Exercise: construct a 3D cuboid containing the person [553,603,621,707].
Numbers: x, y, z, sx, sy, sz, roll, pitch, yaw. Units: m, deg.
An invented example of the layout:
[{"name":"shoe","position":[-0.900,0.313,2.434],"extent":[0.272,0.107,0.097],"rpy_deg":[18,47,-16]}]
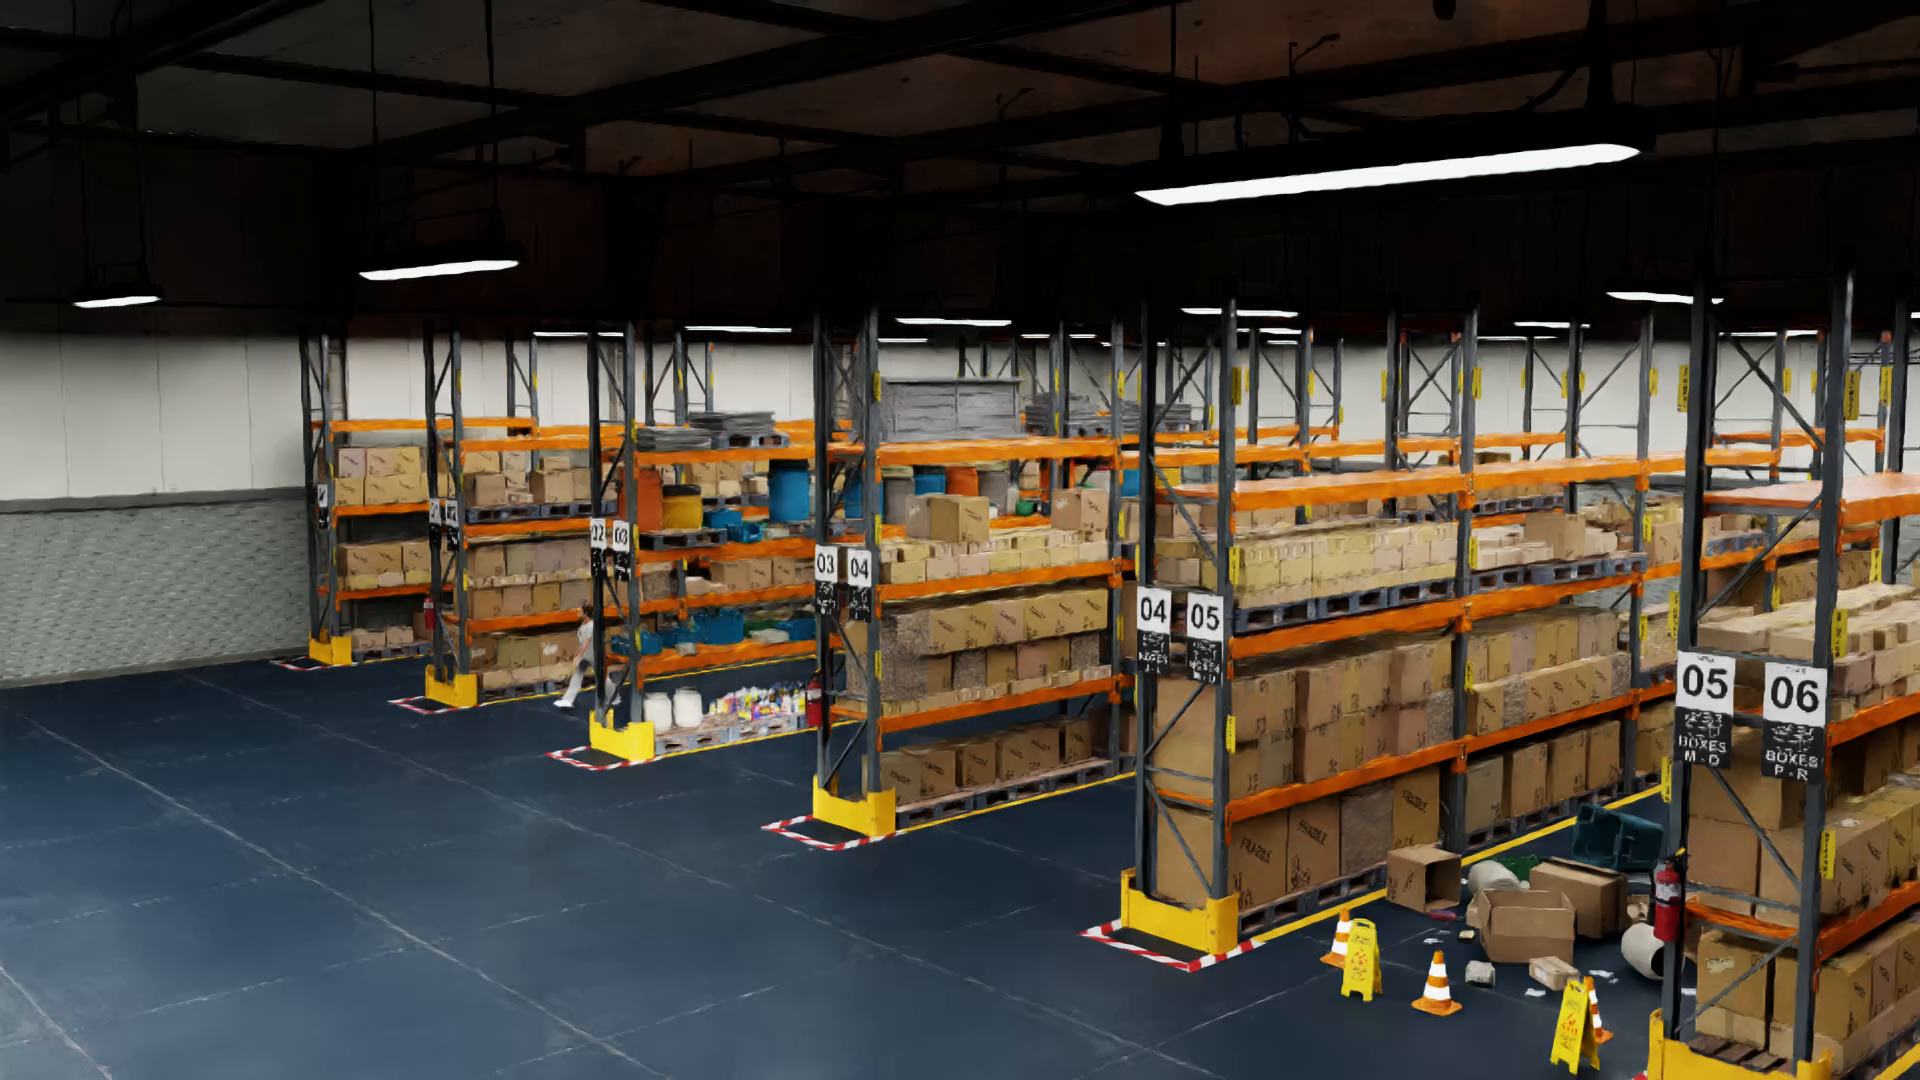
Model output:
[{"name":"person","position":[-5.727,1.780,25.542],"extent":[1.006,1.582,0.444],"rpy_deg":[-4,7,-33]}]
